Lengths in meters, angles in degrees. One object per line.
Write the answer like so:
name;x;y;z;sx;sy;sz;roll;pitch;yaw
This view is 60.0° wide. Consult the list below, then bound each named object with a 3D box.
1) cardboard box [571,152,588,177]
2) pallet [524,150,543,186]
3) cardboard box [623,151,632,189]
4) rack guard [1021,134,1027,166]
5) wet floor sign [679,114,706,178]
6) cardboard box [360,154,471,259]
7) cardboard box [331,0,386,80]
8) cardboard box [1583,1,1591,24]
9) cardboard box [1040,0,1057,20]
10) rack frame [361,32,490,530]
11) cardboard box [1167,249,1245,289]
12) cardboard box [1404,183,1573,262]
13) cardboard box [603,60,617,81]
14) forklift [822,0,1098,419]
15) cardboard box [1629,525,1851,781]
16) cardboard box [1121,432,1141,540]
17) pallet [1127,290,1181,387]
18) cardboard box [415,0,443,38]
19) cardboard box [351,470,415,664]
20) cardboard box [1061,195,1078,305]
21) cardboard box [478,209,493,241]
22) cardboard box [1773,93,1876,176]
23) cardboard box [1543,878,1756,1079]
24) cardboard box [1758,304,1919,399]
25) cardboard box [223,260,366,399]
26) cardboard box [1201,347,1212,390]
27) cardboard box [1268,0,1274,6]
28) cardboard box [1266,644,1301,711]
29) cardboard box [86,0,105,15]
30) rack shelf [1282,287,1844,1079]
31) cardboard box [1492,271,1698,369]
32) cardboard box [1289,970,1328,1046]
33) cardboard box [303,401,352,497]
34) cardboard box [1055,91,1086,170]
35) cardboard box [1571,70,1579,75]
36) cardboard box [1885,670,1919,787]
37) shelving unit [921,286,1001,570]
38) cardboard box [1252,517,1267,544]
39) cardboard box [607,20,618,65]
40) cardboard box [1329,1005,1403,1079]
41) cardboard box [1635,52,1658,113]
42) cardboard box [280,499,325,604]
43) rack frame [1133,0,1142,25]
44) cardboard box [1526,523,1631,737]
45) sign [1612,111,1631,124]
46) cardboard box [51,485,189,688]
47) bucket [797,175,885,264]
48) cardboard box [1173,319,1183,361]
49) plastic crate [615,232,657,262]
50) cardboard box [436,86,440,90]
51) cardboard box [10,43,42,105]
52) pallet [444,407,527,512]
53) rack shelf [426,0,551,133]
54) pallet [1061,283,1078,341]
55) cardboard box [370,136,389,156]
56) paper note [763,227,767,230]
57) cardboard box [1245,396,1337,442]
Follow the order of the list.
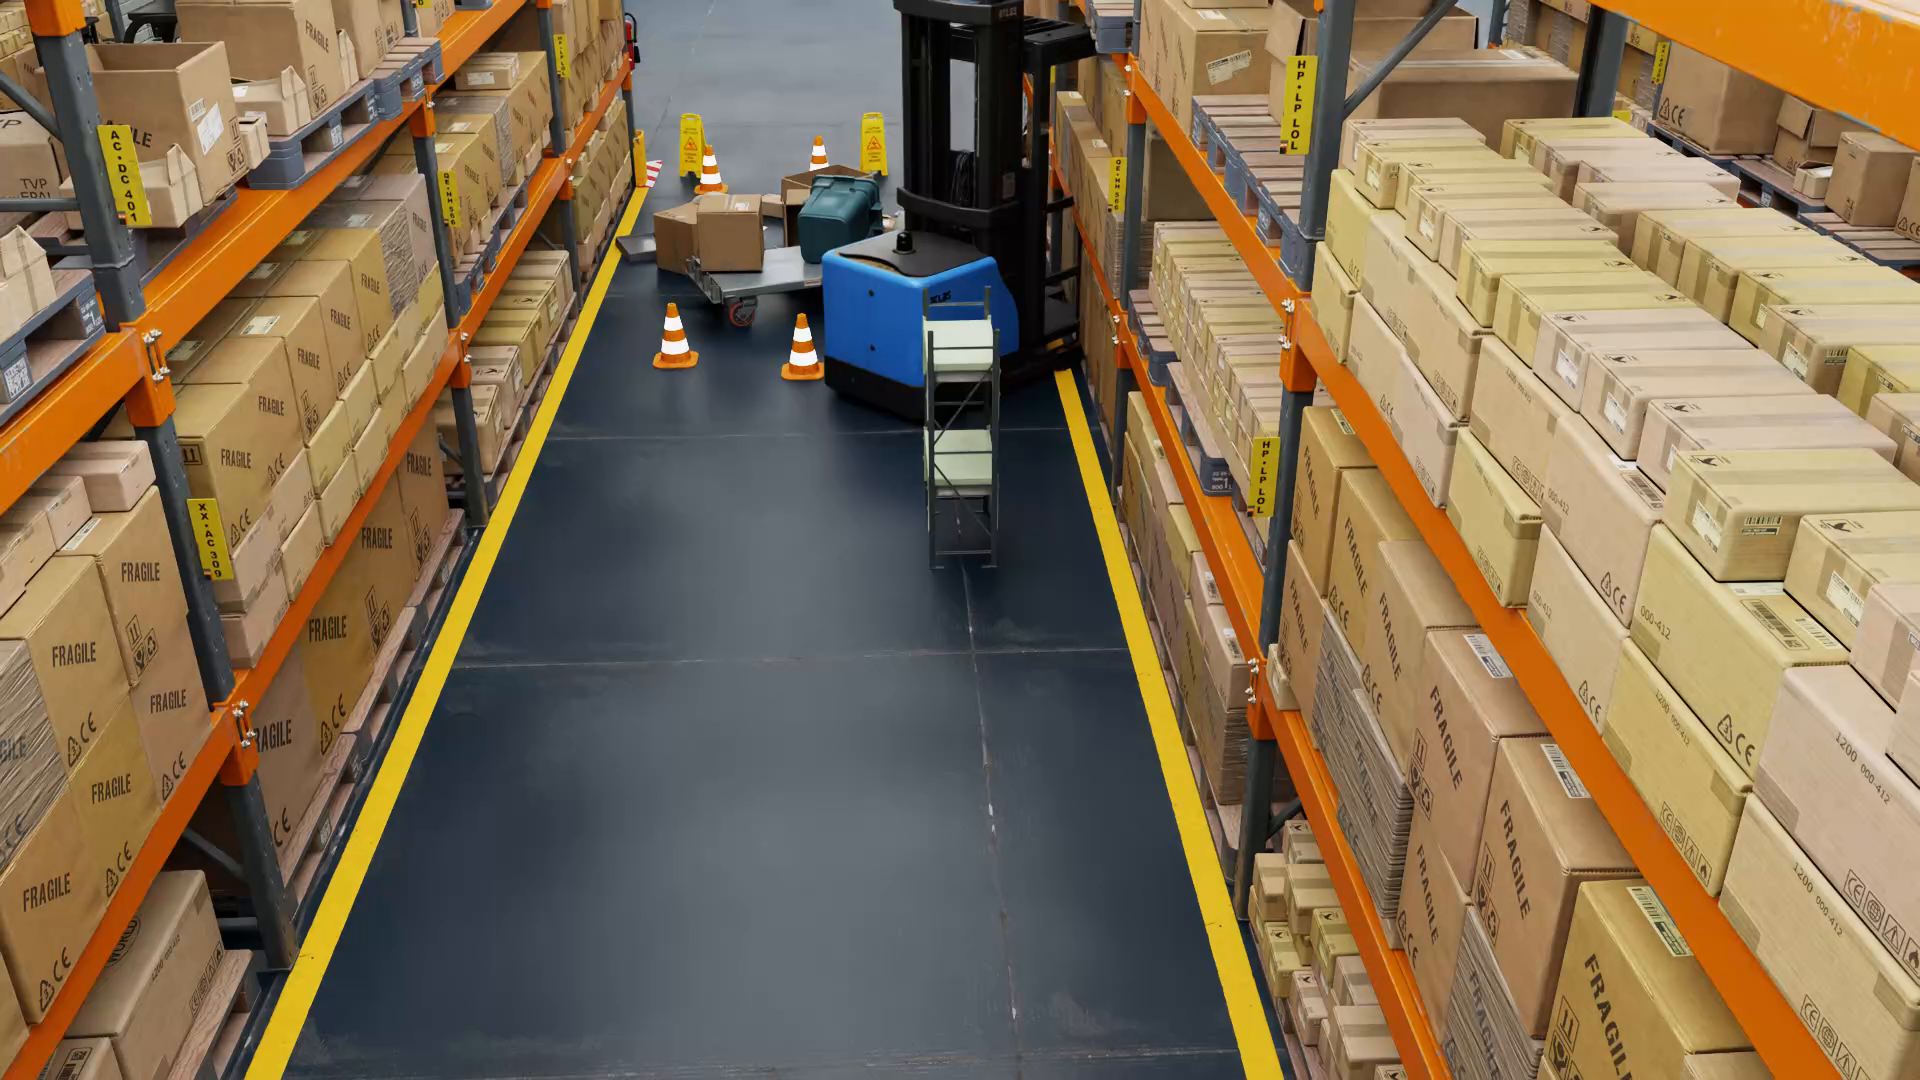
cardboard box;-3.378;-3.187;14.125;0.380;0.149;0.250;-1;28;-2
pallet;-3.776;-2.821;12.622;1.003;0.211;1.213;-1;28;-3
cardboard box;-3.567;-3.699;16.617;0.500;0.250;0.500;-2;28;-3
rack guard;1.058;-4.178;17.721;1.175;0.500;0.348;-1;28;-3
wet floor sign;-2.821;-4.179;17.565;0.267;0.644;0.232;8;29;15
cardboard box;-3.254;-1.991;9.939;0.500;0.500;0.500;-2;28;-4
cardboard box;-3.220;-2.523;8.037;0.700;0.500;0.500;-3;28;-5
cardboard box;5.875;-4.784;14.668;0.500;0.500;0.500;-1;28;-3
cardboard box;1.138;-4.396;14.105;0.875;0.550;0.550;-1;28;-3
rack frame;-3.461;-1.415;9.719;1.000;3.000;0.127;-1;28;-3
cardboard box;1.332;-1.464;8.988;0.380;0.149;0.250;-2;28;-3
cardboard box;1.477;-0.893;4.666;0.380;0.149;0.250;-2;28;-4
cardboard box;-3.486;-4.479;15.866;0.380;0.149;0.250;-1;28;-2
forklift;0.372;-2.745;12.344;1.130;2.935;3.031;23;36;37
cardboard box;1.588;0.186;3.028;0.500;0.250;0.500;-2;28;-4
cardboard box;1.259;-0.326;9.881;0.500;0.500;0.500;-3;28;-5
pallet;1.620;-1.169;9.456;1.213;0.211;1.003;-1;28;-3
cardboard box;-3.501;-3.227;9.842;0.700;0.500;0.500;-1;28;-3
cardboard box;-3.466;0.074;8.708;0.875;0.875;0.875;-1;28;-2
cardboard box;1.390;-2.333;13.457;1.050;0.750;0.750;-2;28;-3
cardboard box;-3.236;-2.031;10.717;0.380;0.149;0.250;-1;28;-2
cardboard box;6.409;-2.935;12.068;0.797;0.503;0.637;1;28;3
cardboard box;1.596;1.055;3.473;0.500;0.500;0.500;-2;28;-4
cardboard box;2.053;-0.422;3.761;0.380;0.149;0.250;0;28;-1
cardboard box;-3.100;-0.970;7.677;0.500;0.500;0.500;-2;28;-3
cardboard box;1.388;-0.840;8.114;0.380;0.149;0.250;0;28;-1
cardboard box;1.799;-2.467;8.385;0.500;0.500;0.500;-1;28;-3
cardboard box;1.373;0.516;6.288;0.380;0.149;0.250;0;28;-1
cardboard box;-8.538;-5.166;16.102;0.380;0.149;0.250;-1;28;-2
rack shelf;1.790;0.179;4.198;1.077;0.370;4.000;-1;28;-3
cardboard box;1.506;-0.527;3.963;0.380;0.149;0.250;-2;28;-4
cardboard box;1.462;1.756;6.268;0.380;0.149;0.250;-2;28;-3
cardboard box;-3.049;-0.407;7.407;0.500;0.250;0.500;-1;28;-2
cardboard box;1.026;-3.223;13.078;0.500;0.500;0.500;-1;28;-2
cardboard box;5.921;-4.293;15.508;0.380;0.149;0.250;-1;28;-3
cardboard box;1.583;0.305;2.368;0.380;0.149;0.250;-2;28;-3
shelving unit;0.000;-0.668;9.909;0.431;1.500;0.755;-1;28;-3
cardboard box;1.453;-0.107;7.030;0.380;0.149;0.250;-1;28;-2
cardboard box;-3.554;-4.810;15.799;0.500;0.500;0.500;-1;28;-3
cardboard box;1.482;1.728;5.679;0.380;0.149;0.250;-1;28;-2
cardboard box;6.264;-3.887;14.029;0.875;0.500;0.500;-1;28;-3
cardboard box;-3.040;0.050;7.072;0.500;0.250;0.500;-2;28;-4
rack frame;1.477;-4.241;8.650;1.000;3.000;0.127;-1;28;-3
cardboard box;1.560;0.181;3.577;0.500;0.250;0.500;0;28;0
sign;2.227;-1.310;5.715;0.100;0.325;0.005;-1;28;-3
cardboard box;-2.952;0.156;5.518;0.500;0.500;0.500;-2;28;-3
bucket;-1.042;-2.658;13.999;0.726;0.611;0.620;8;39;15
cardboard box;1.342;-1.071;8.878;0.380;0.149;0.250;0;28;0
plastic crate;-2.933;-2.712;15.364;0.402;0.080;0.583;-11;30;-20
cardboard box;-3.839;-3.187;11.532;0.380;0.149;0.250;0;28;0
cardboard box;-8.466;-4.103;14.765;0.500;0.500;0.500;-1;28;-2
pallet;-3.501;-0.539;11.056;1.003;0.211;1.213;-1;28;-3
rack shelf;-3.566;-3.350;10.963;1.077;0.370;4.000;-1;28;-3
pallet;1.383;-1.837;13.545;1.003;0.211;1.213;-1;28;-3
cardboard box;-3.801;-2.219;10.377;0.500;0.500;0.500;-2;28;-3
paper note;-1.947;-3.003;15.988;0.148;0.019;0.142;8;29;15
cardboard box;1.443;-0.497;7.133;0.380;0.149;0.250;-2;28;-4
